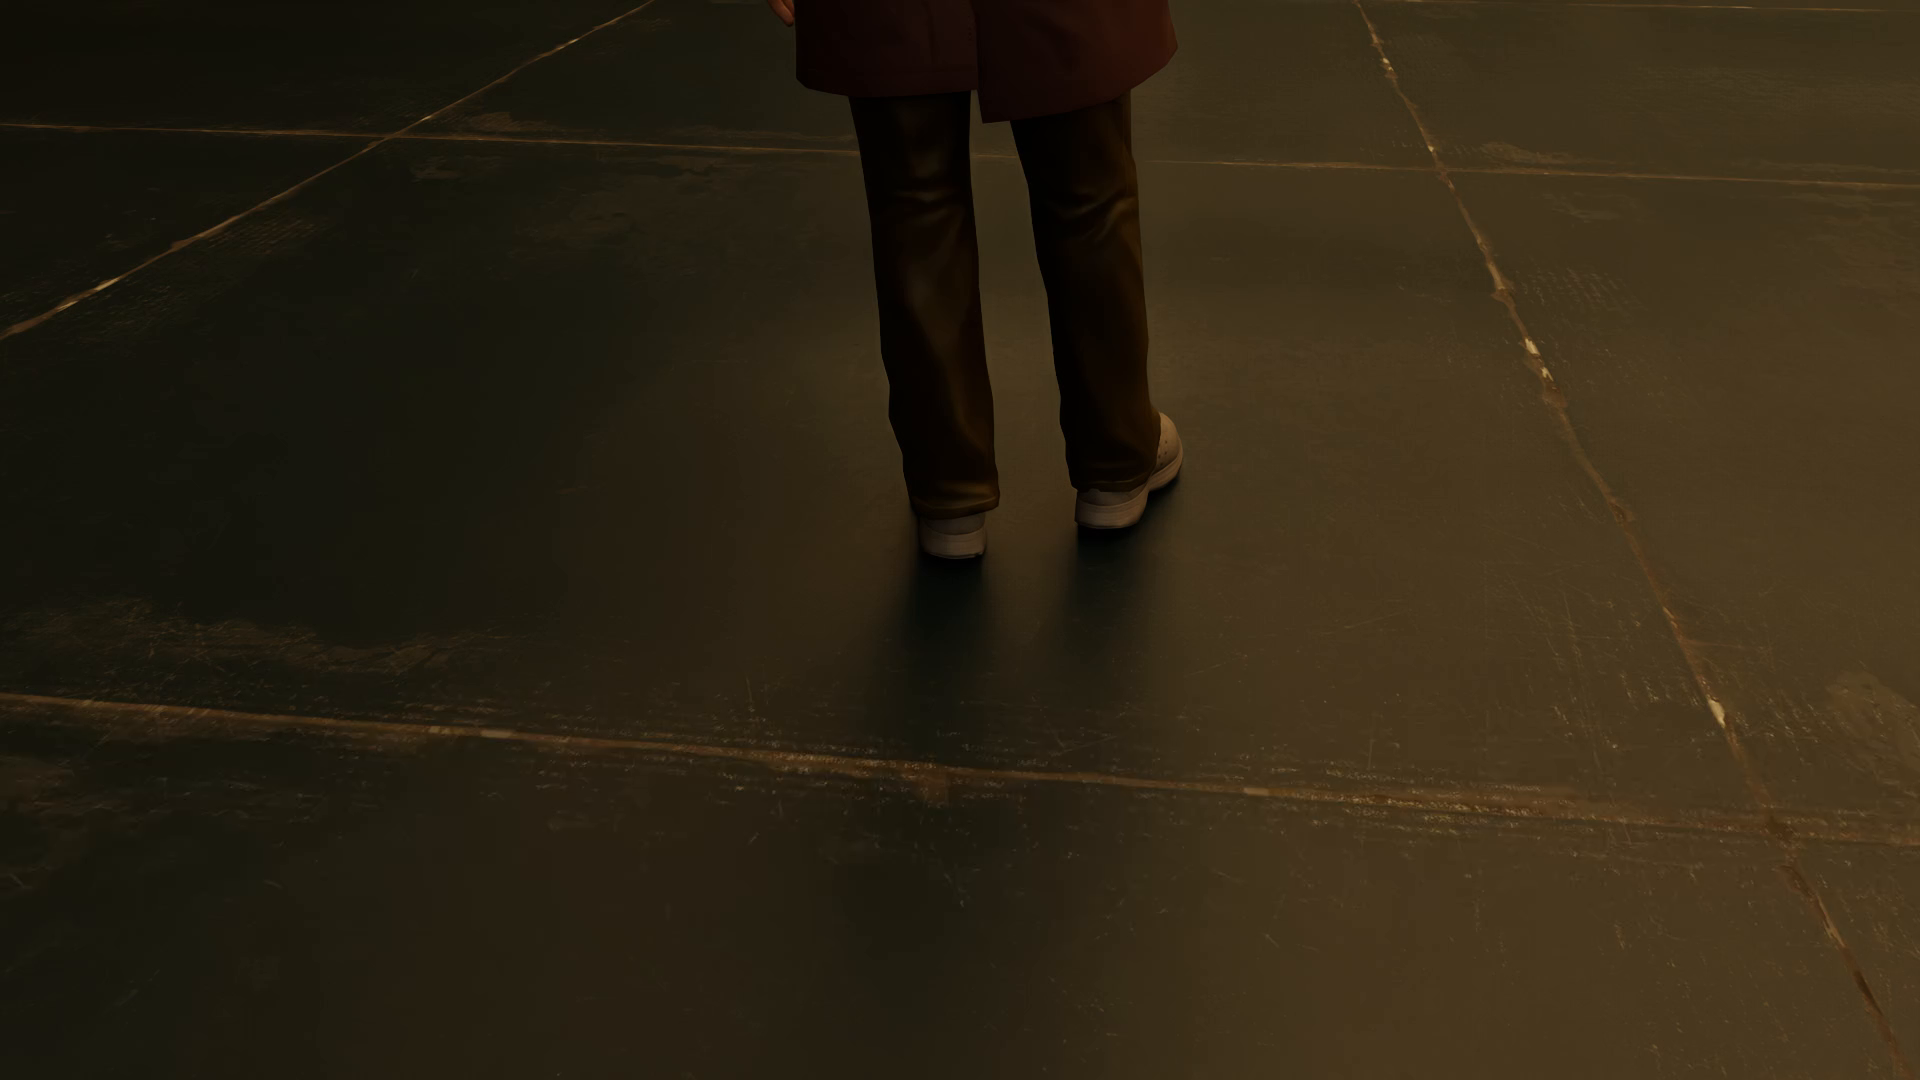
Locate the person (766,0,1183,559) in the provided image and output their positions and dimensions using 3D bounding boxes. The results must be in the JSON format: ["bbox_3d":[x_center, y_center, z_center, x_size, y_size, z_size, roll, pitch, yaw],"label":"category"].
[{"bbox_3d":[0.016,-0.843,2.181,0.698,1.777,0.579,3,27,7],"label":"person"}]
